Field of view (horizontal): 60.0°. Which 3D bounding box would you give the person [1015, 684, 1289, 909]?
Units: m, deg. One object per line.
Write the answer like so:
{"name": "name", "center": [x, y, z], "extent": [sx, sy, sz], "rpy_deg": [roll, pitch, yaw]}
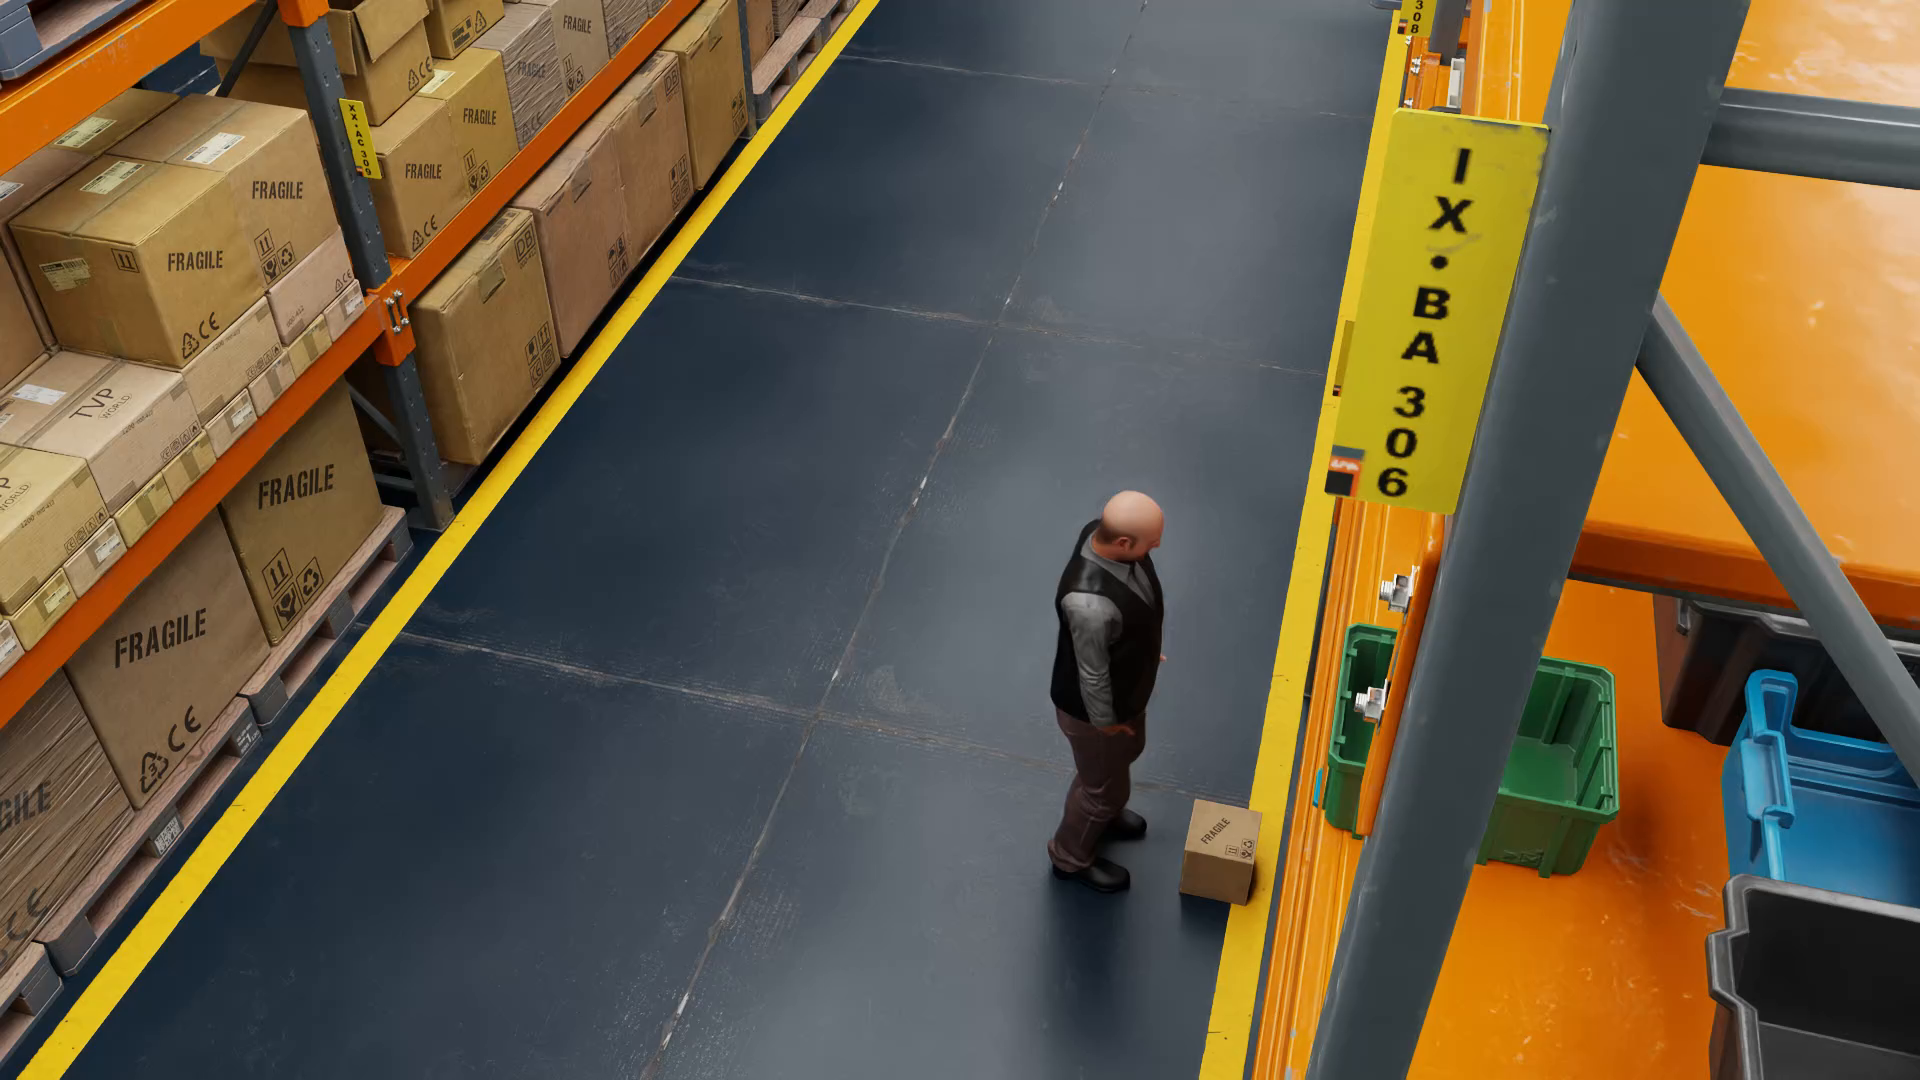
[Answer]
{"name": "person", "center": [0.680, 0.899, 6.021], "extent": [0.948, 0.817, 0.506], "rpy_deg": [9, 42, 10]}
